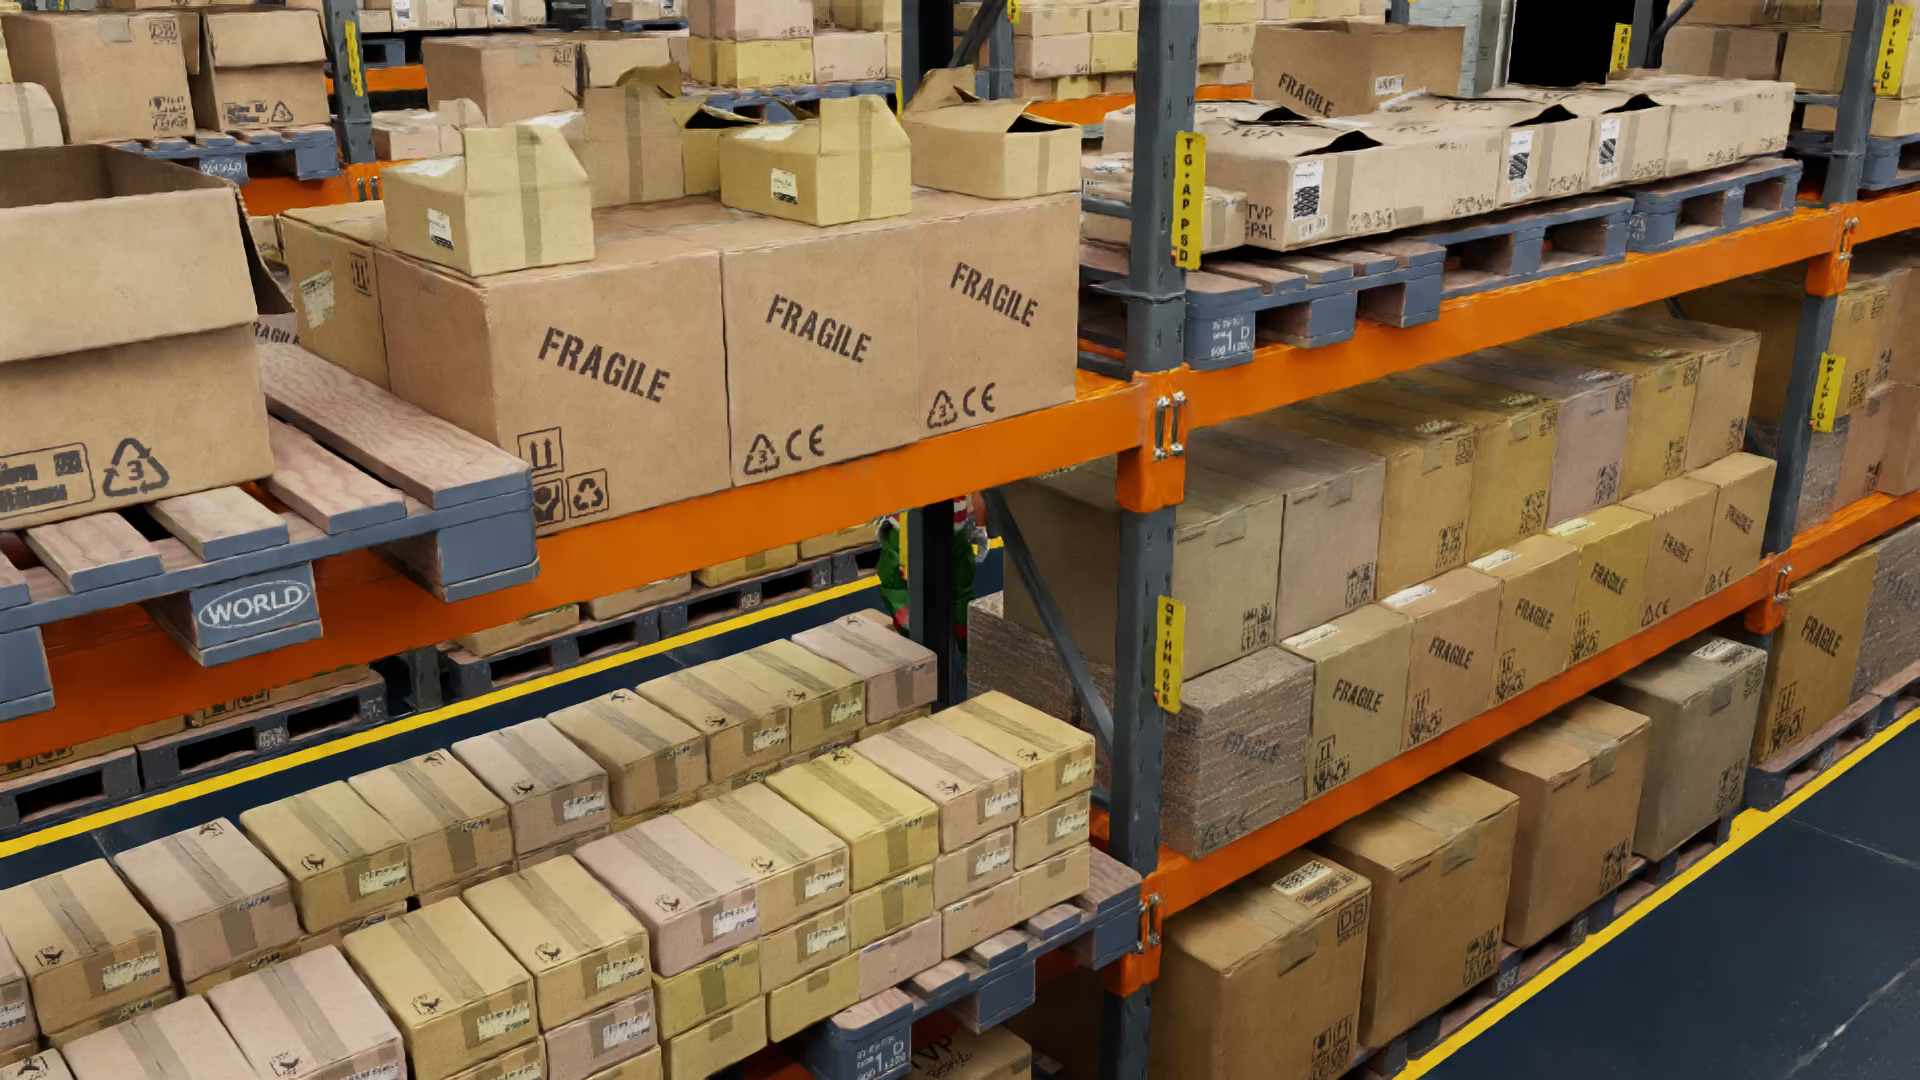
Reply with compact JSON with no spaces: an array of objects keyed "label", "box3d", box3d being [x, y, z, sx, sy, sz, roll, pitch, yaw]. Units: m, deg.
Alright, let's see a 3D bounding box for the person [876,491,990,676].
[{"label":"person","box3d":[-0.101,-0.058,8.657,0.650,1.783,0.655,-5,21,-12]}]
